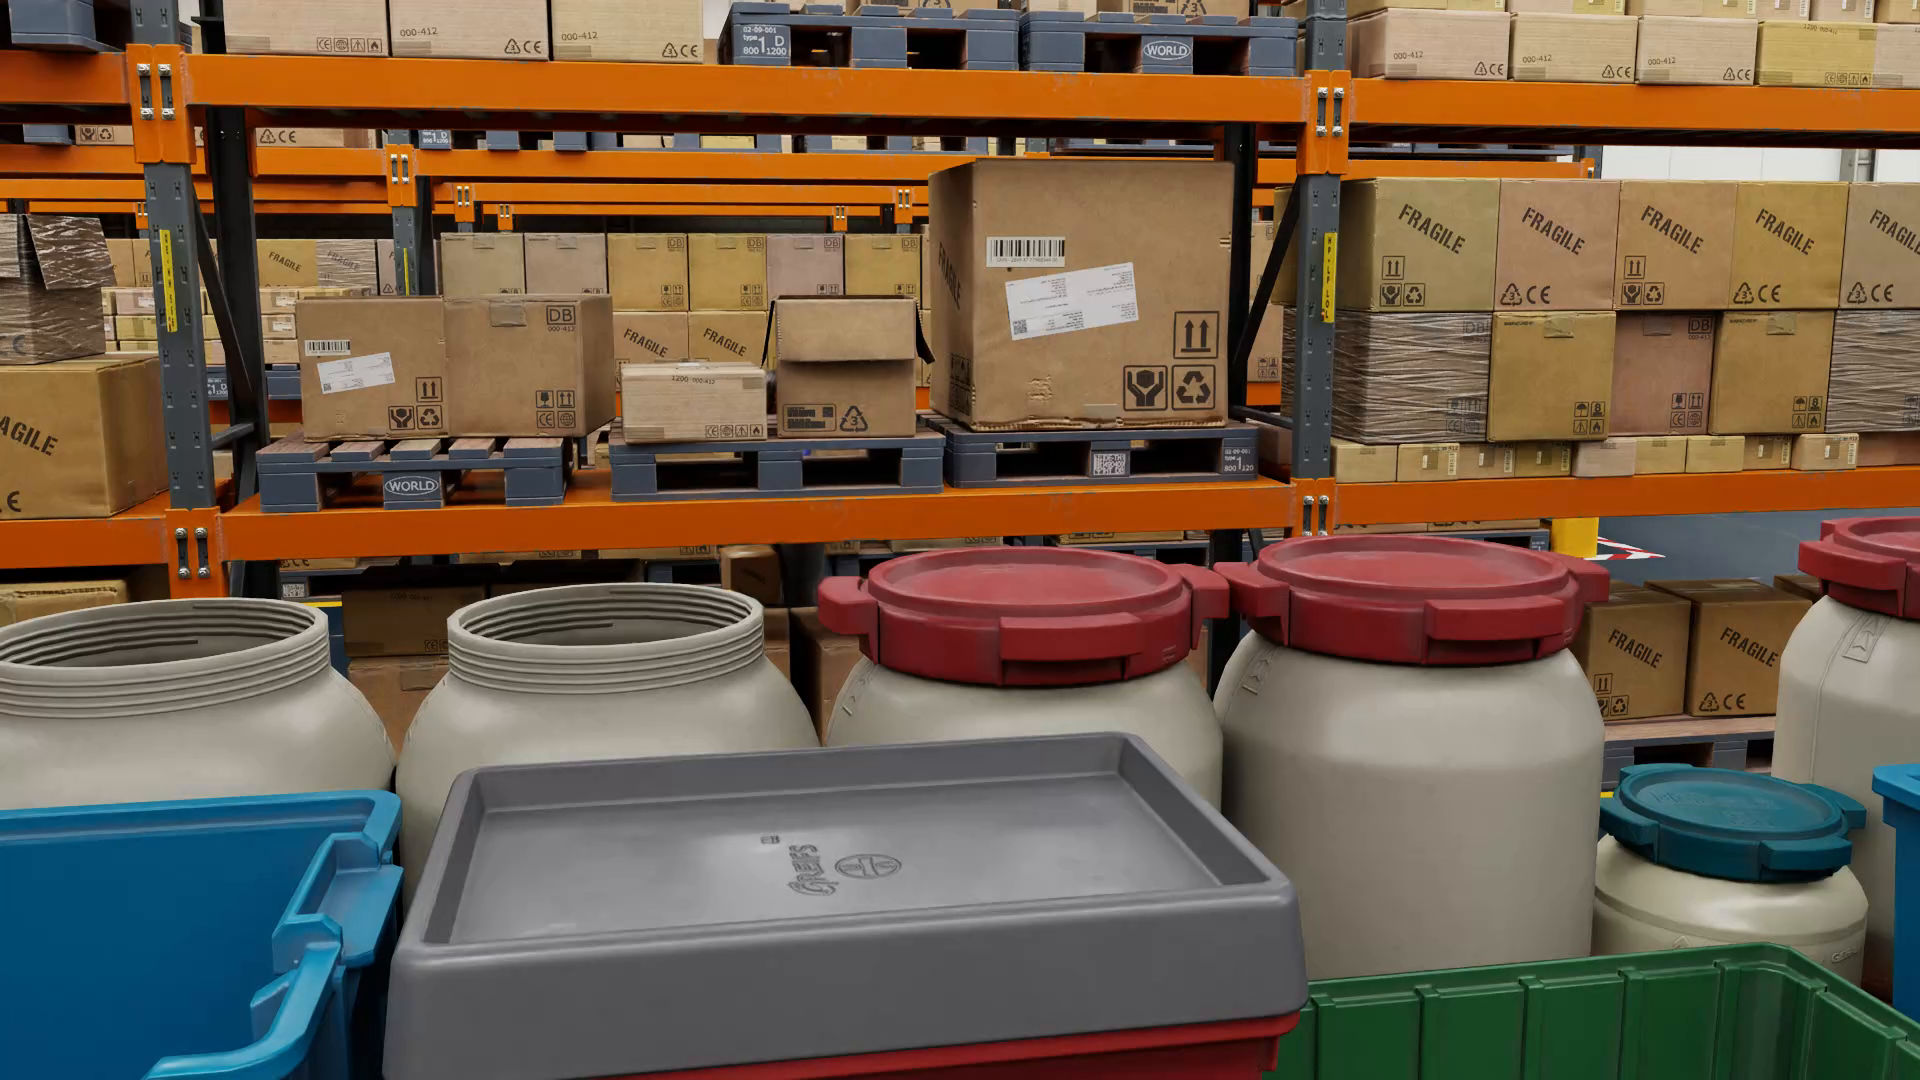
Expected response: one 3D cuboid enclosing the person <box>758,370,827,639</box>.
[{"bbox_3d":[-0.862,-0.070,8.481,0.590,1.596,0.569,-3,10,-15],"label":"person"}]
